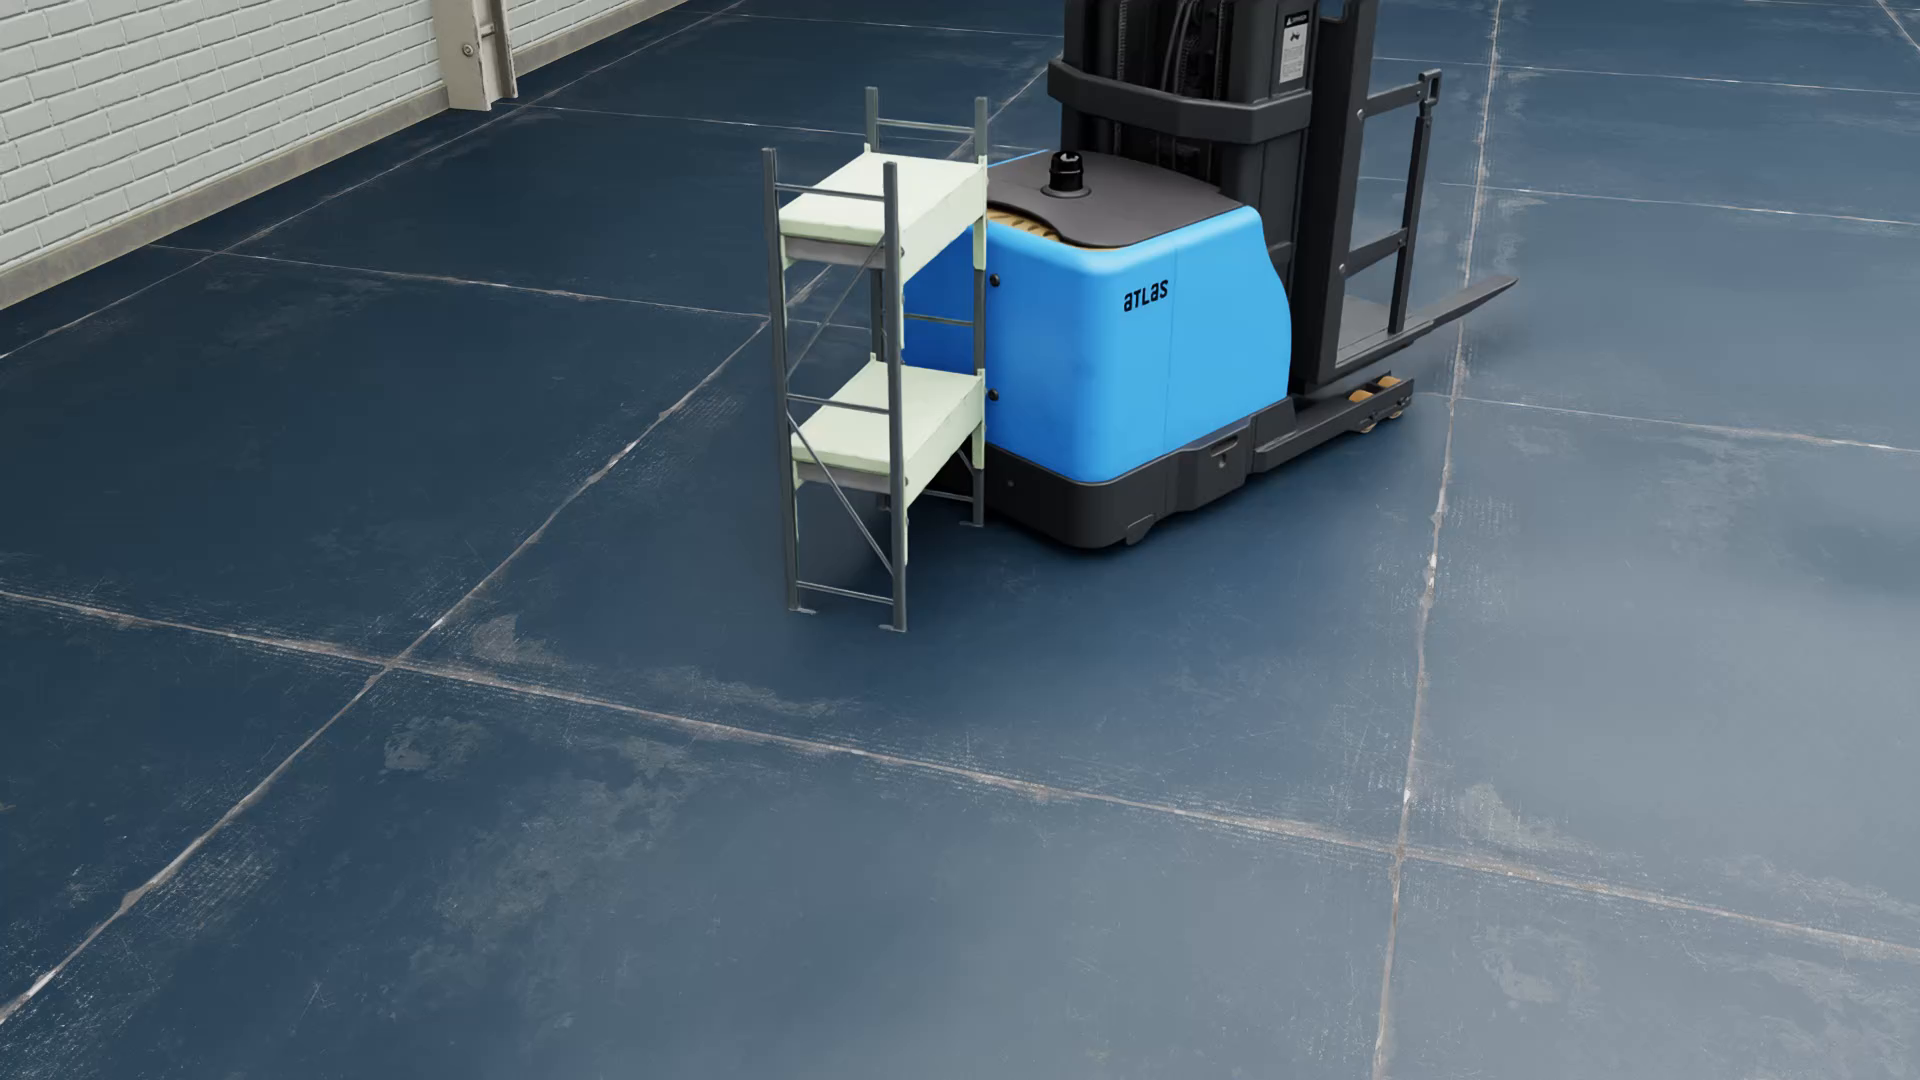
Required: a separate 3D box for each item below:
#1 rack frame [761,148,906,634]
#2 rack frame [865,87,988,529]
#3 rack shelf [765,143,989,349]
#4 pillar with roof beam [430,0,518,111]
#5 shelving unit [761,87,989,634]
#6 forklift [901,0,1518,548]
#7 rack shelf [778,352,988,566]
[{"bbox_3d":[-0.360,-0.398,4.923,0.400,1.500,0.023,10,31,18],"label":"rack frame"},{"bbox_3d":[-0.106,-0.732,5.523,0.400,1.500,0.023,10,31,18],"label":"rack frame"},{"bbox_3d":[-0.233,-0.906,5.033,0.431,0.370,0.720,10,31,18],"label":"rack shelf"},{"bbox_3d":[0.977,-6.198,7.635,9.100,9.000,0.400,8,30,15],"label":"pillar with roof beam"},{"bbox_3d":[-0.233,-0.565,5.223,0.431,1.500,0.755,10,31,18],"label":"shelving unit"},{"bbox_3d":[1.161,-1.861,6.080,3.031,2.935,1.130,-25,38,-37],"label":"forklift"},{"bbox_3d":[-0.233,-0.280,5.381,0.431,0.370,0.720,10,31,18],"label":"rack shelf"}]
